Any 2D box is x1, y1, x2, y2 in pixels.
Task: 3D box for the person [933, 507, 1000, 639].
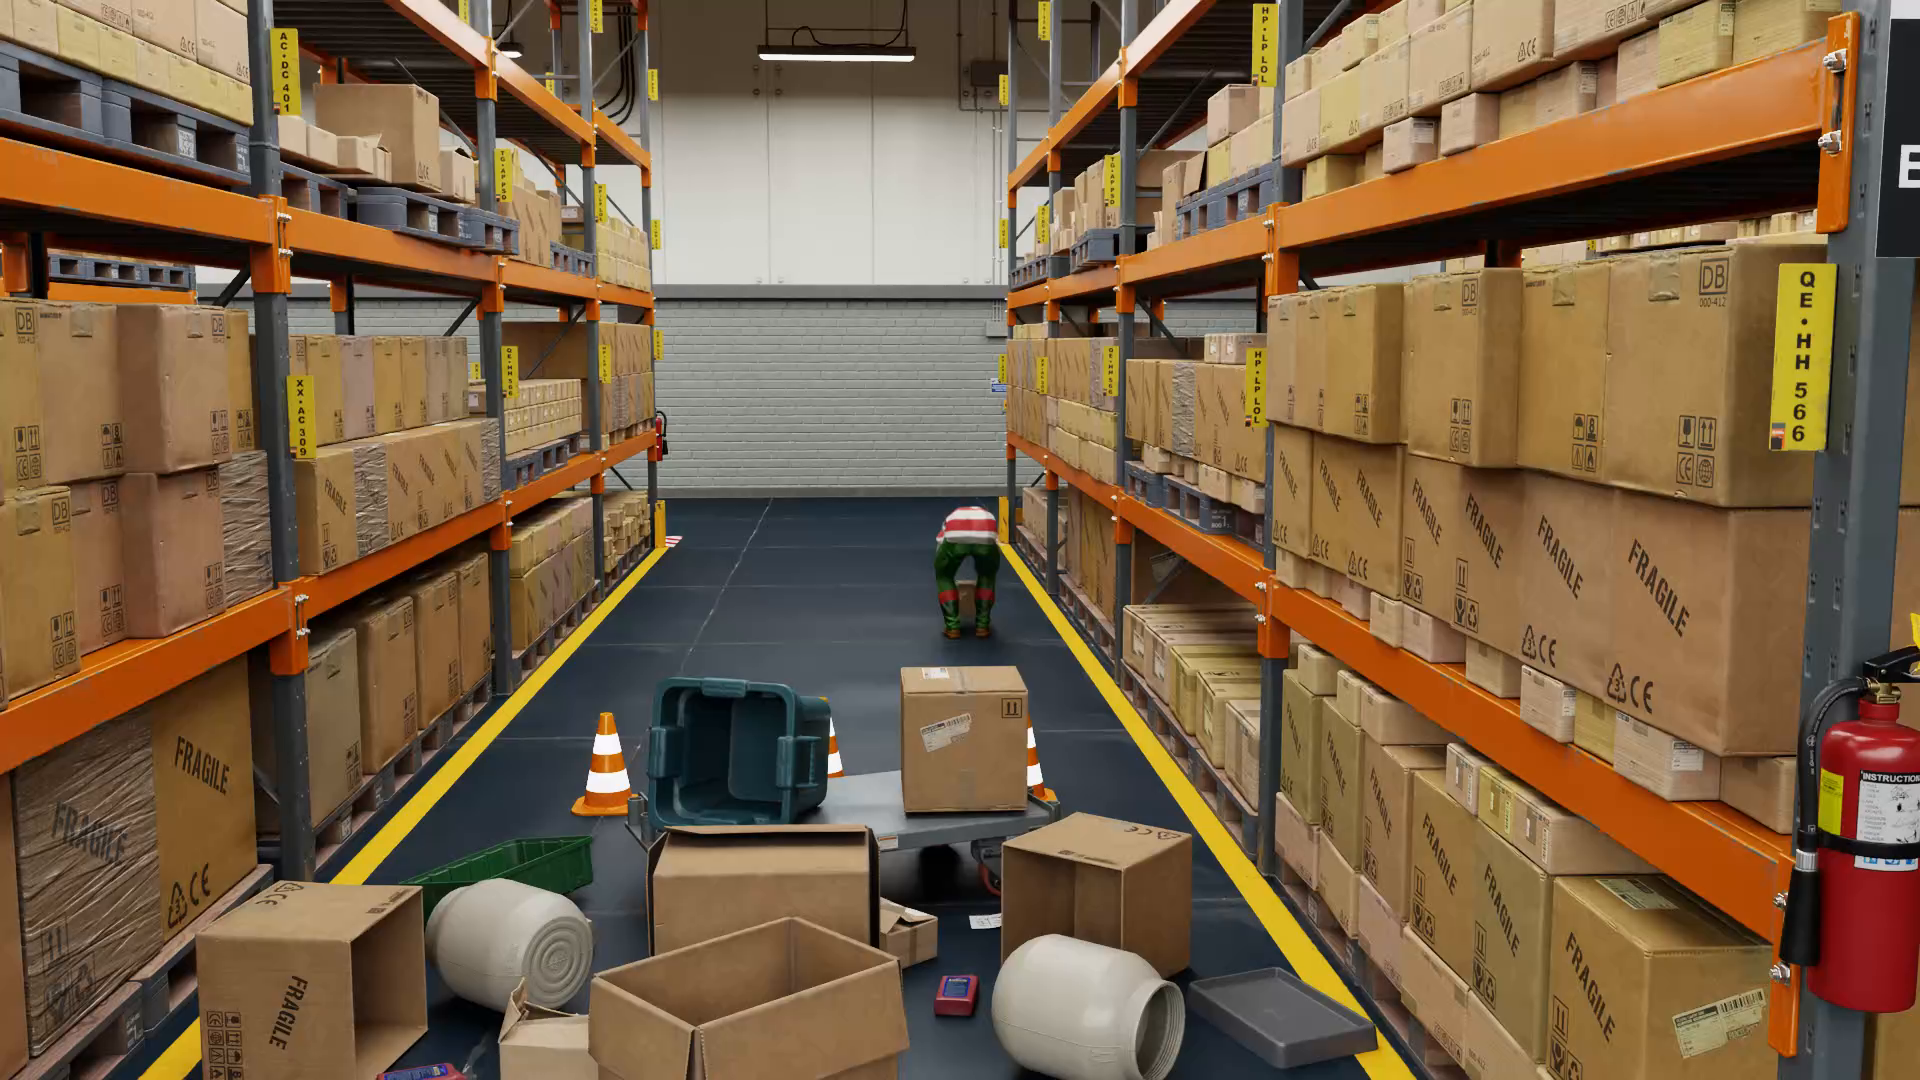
[{"bbox_3d":[0.041,0.222,13.046,0.522,1.010,0.952,-1,7,-7],"label":"person"}]
